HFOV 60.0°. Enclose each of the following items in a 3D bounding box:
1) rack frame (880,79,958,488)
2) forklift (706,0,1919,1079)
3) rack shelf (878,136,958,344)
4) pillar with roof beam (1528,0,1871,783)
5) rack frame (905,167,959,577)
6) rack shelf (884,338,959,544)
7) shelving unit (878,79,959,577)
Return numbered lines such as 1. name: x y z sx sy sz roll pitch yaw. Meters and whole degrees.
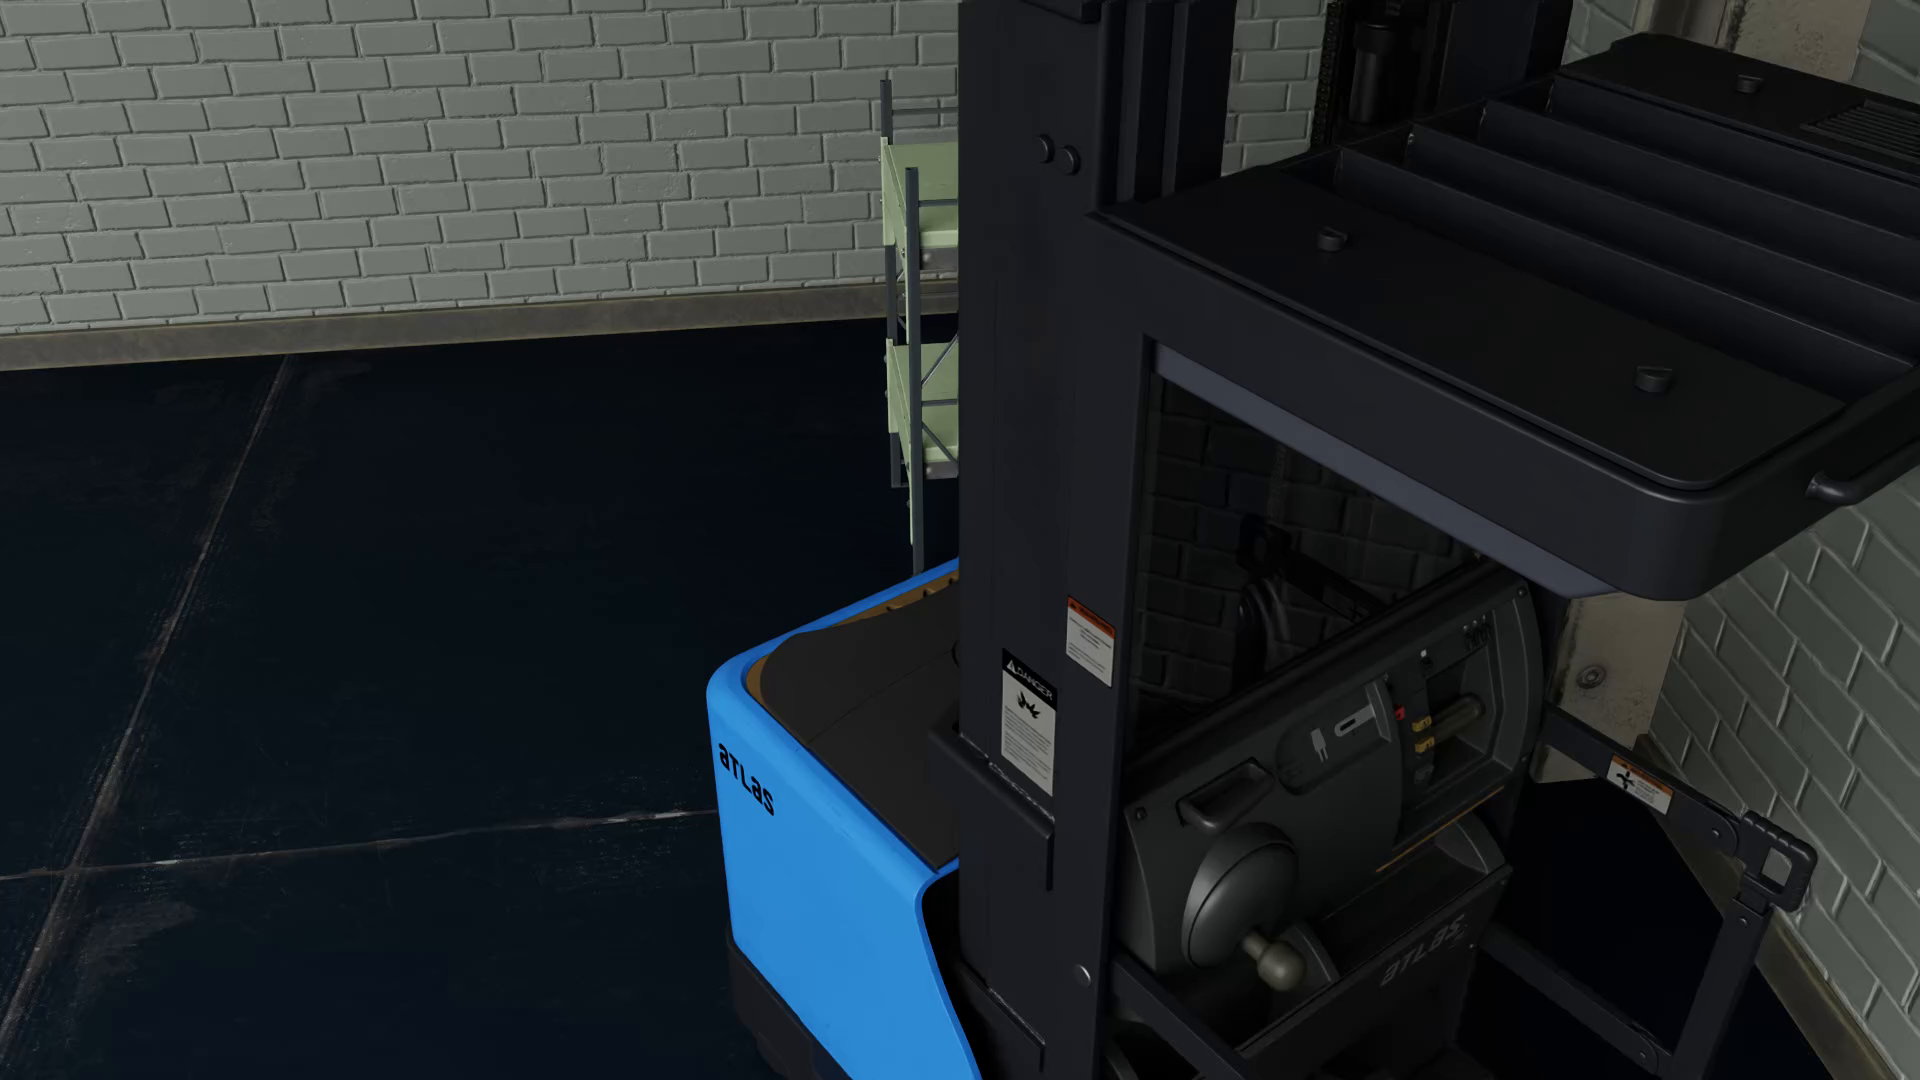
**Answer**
1. rack frame: -0.050 -0.828 5.633 0.400 1.500 0.023 -4 35 -6
2. forklift: 0.753 0.433 2.512 1.130 2.935 3.031 -24 41 -30
3. rack shelf: -0.001 -0.946 5.113 0.431 0.370 0.720 -4 35 -6
4. pillar with roof beam: -2.503 -2.822 1.900 9.100 9.000 0.400 -4 35 -6
5. rack frame: 0.048 -0.419 5.033 0.400 1.500 0.023 -4 35 -6
6. rack shelf: -0.001 -0.354 5.517 0.431 0.370 0.720 -4 35 -6
7. shelving unit: -0.001 -0.623 5.333 0.431 1.500 0.755 -4 35 -6
